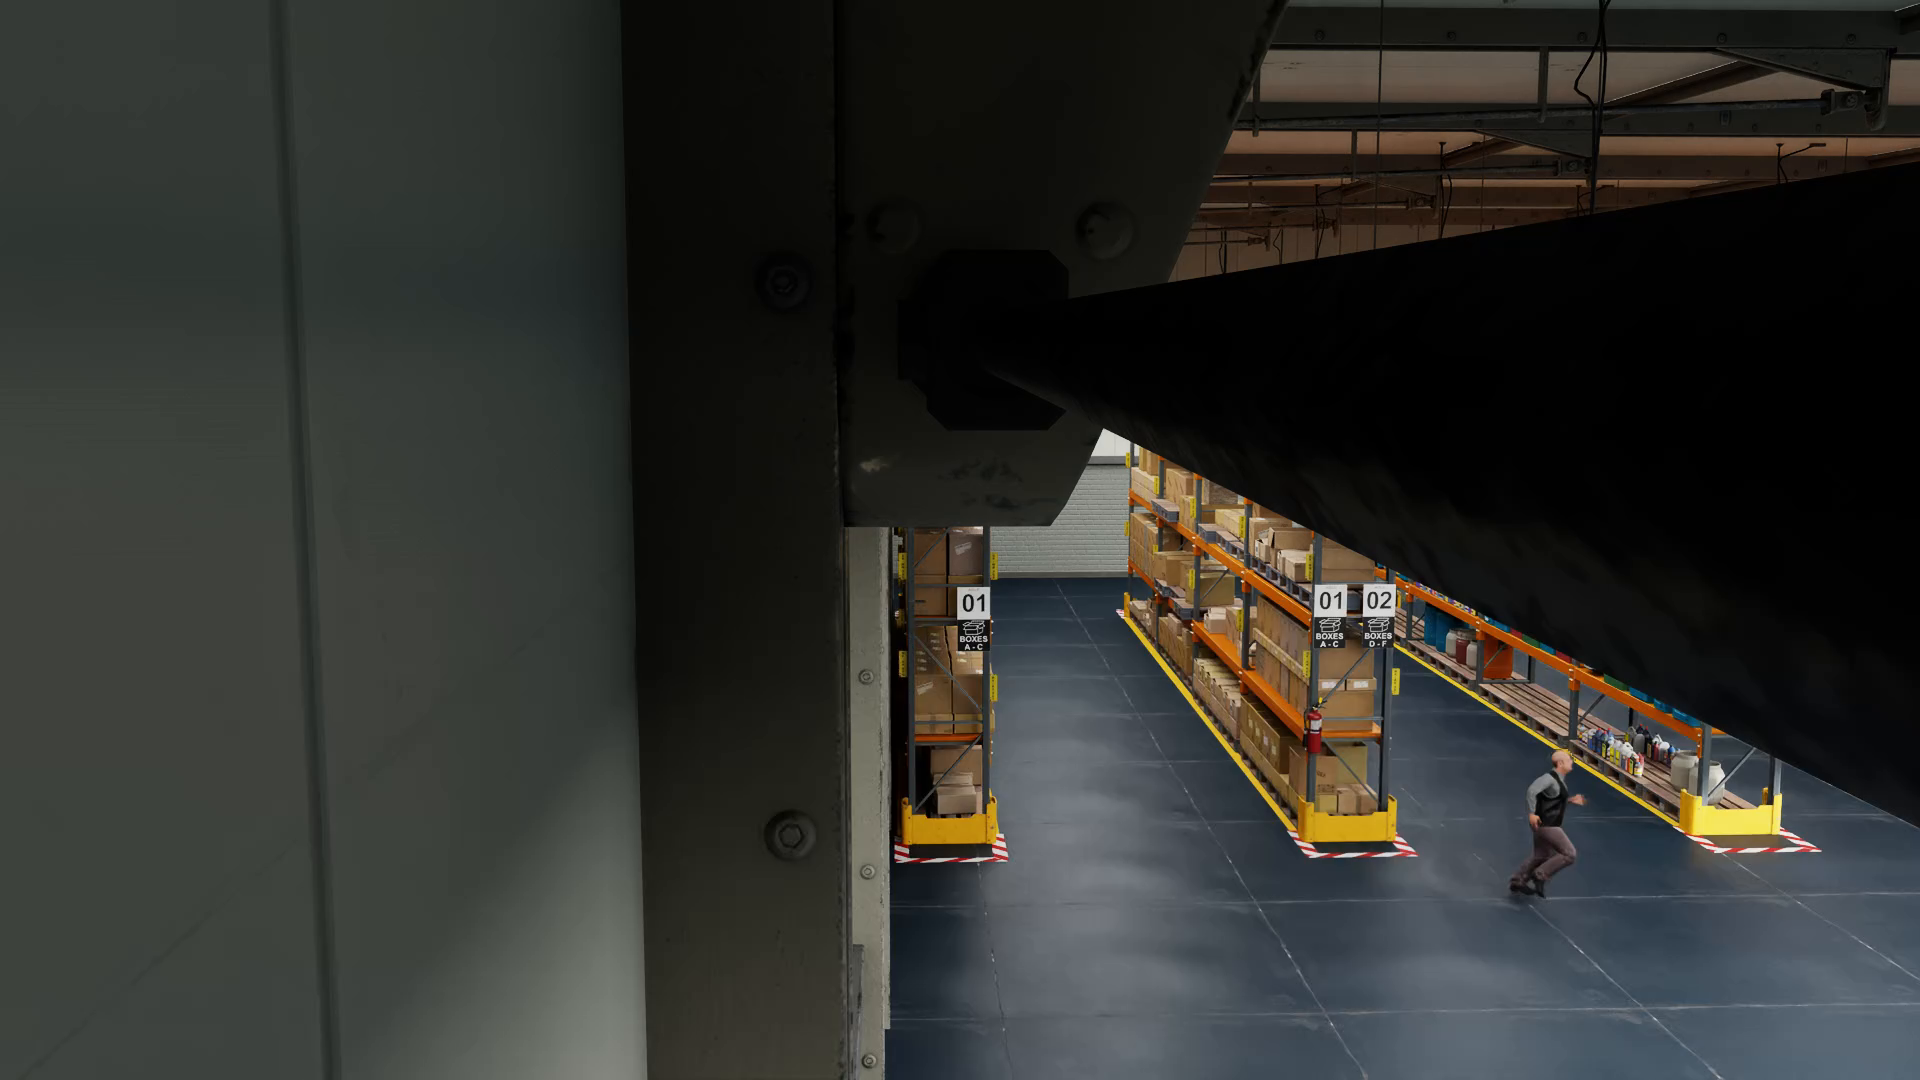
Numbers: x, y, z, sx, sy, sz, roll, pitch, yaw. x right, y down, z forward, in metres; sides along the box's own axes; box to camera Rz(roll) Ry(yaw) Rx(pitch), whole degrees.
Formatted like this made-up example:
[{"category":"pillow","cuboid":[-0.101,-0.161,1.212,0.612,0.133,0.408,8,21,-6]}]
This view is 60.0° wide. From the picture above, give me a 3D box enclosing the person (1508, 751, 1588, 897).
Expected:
[{"category":"person","cuboid":[6.506,3.134,18.381,0.786,1.652,0.614,3,8,19]}]
